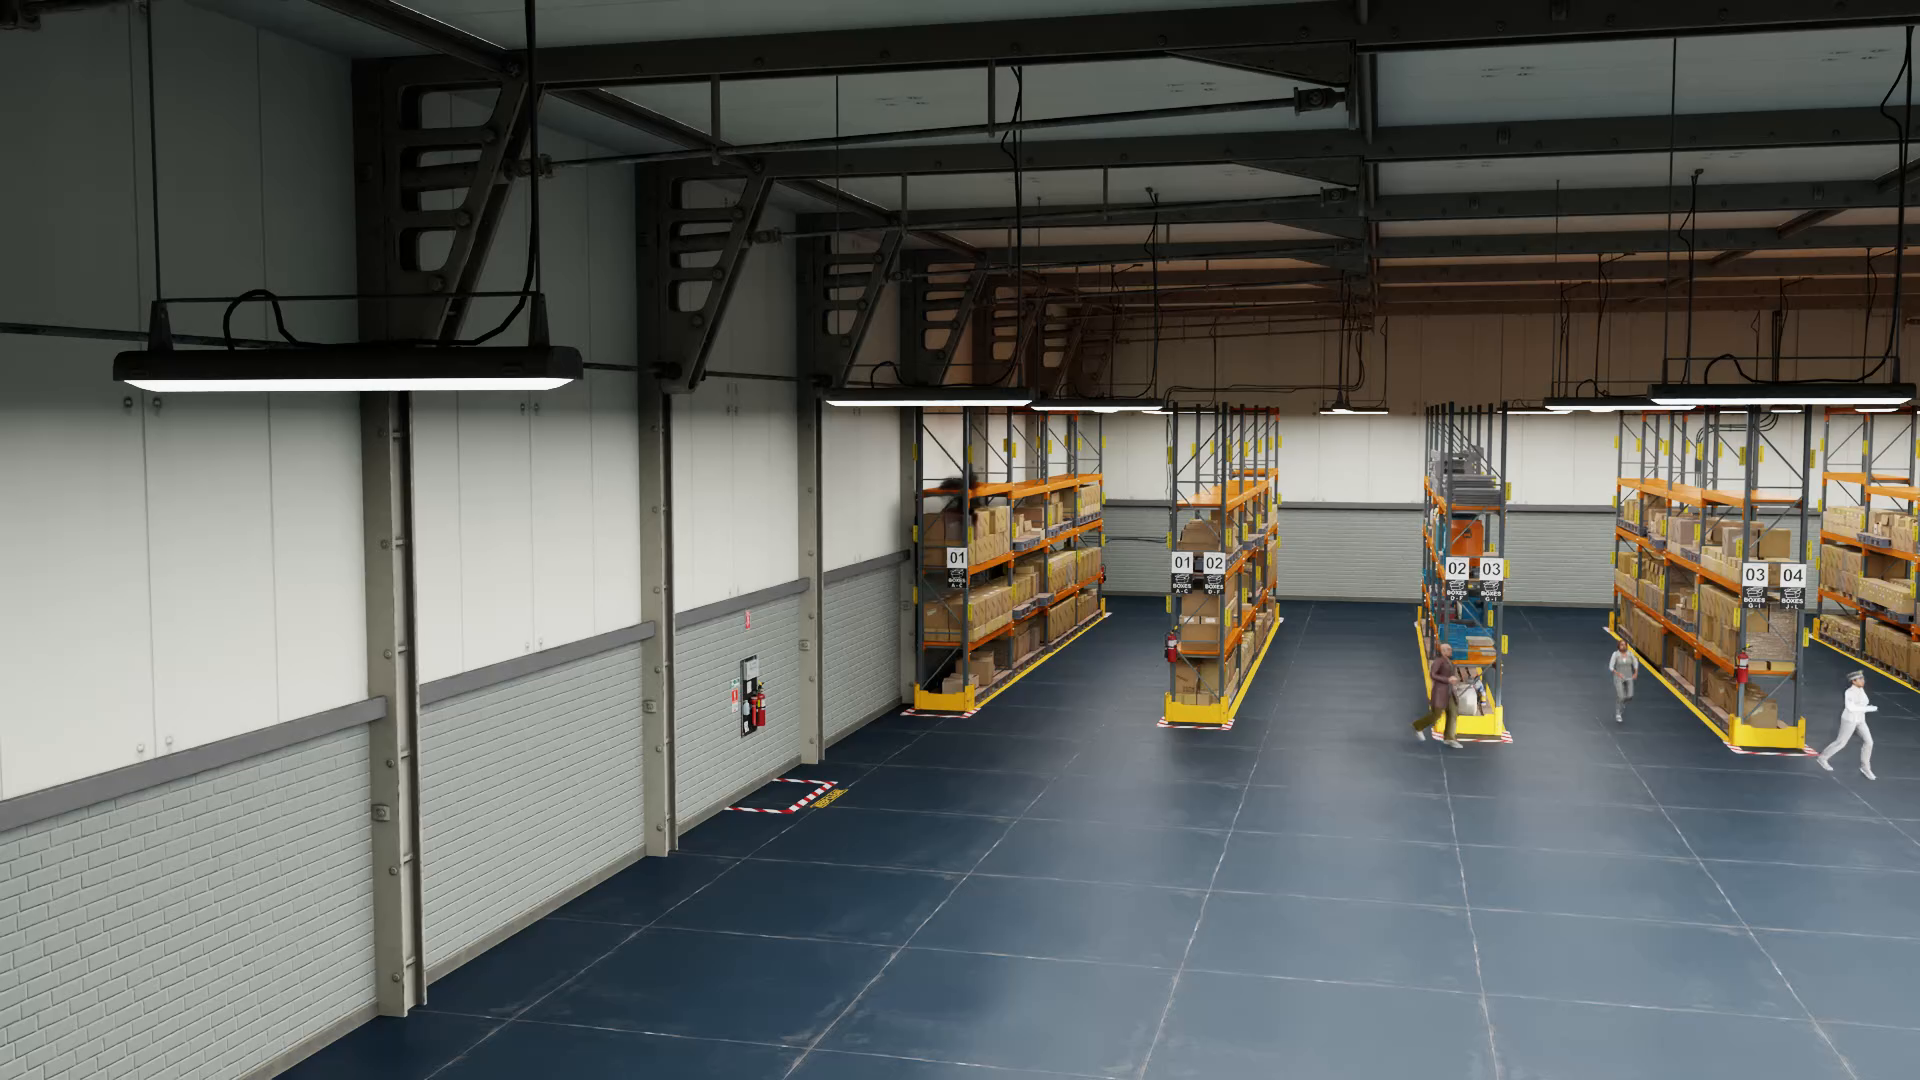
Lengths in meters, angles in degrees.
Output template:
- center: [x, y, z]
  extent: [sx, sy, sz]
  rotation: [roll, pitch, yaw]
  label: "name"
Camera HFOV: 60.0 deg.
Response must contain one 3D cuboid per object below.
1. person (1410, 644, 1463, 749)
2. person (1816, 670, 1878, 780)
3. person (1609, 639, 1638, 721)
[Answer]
- center: [8.401, 2.696, 29.060]
  extent: [0.718, 1.789, 0.960]
  rotation: [-4, 6, -45]
  label: "person"
- center: [14.200, 2.924, 26.536]
  extent: [0.621, 1.738, 0.879]
  rotation: [-3, 5, -35]
  label: "person"
- center: [12.503, 2.642, 31.311]
  extent: [0.560, 1.558, 0.605]
  rotation: [1, 4, 9]
  label: "person"
